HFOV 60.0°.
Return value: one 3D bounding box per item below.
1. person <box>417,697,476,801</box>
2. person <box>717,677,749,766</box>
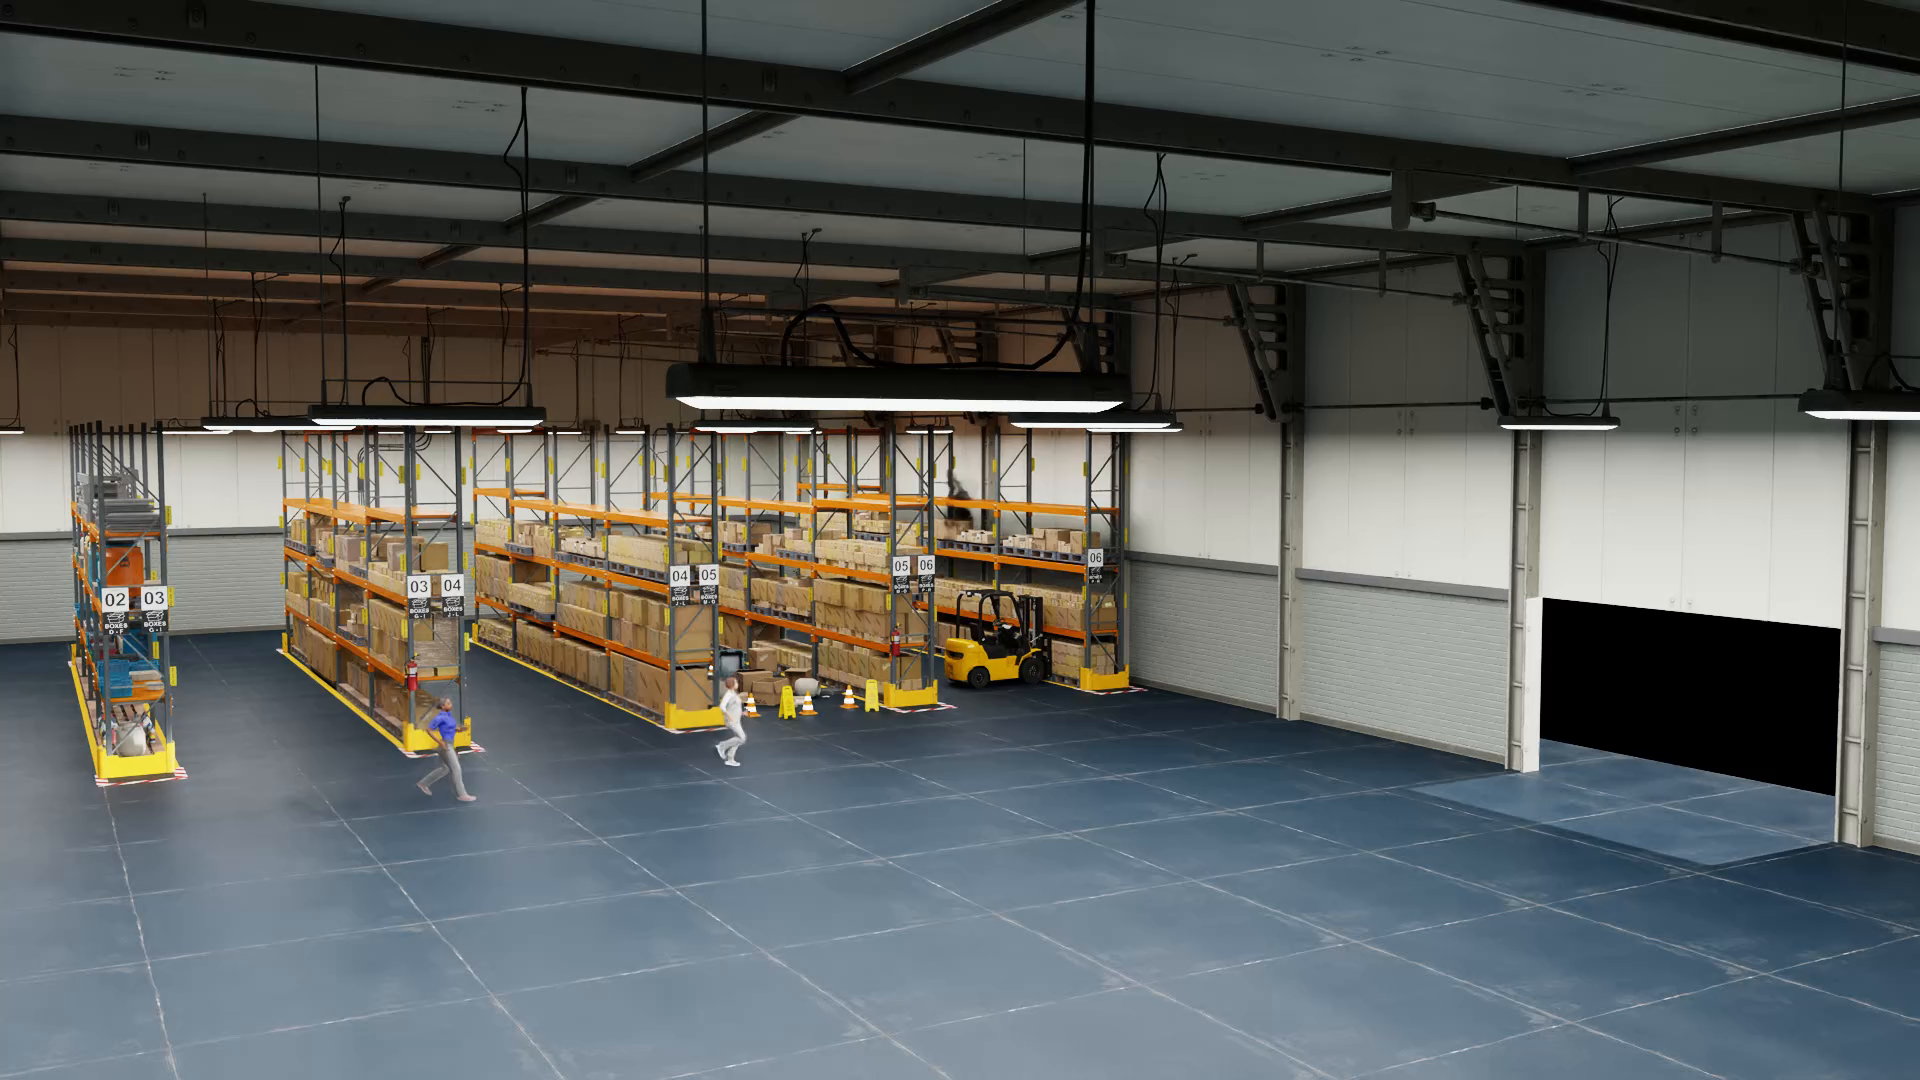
[{"bbox_3d":[-8.057,3.269,26.058,0.916,1.635,0.580,0,4,-5],"label":"person"},{"bbox_3d":[-3.957,3.163,28.968,0.545,1.559,0.535,0,4,3],"label":"person"}]
